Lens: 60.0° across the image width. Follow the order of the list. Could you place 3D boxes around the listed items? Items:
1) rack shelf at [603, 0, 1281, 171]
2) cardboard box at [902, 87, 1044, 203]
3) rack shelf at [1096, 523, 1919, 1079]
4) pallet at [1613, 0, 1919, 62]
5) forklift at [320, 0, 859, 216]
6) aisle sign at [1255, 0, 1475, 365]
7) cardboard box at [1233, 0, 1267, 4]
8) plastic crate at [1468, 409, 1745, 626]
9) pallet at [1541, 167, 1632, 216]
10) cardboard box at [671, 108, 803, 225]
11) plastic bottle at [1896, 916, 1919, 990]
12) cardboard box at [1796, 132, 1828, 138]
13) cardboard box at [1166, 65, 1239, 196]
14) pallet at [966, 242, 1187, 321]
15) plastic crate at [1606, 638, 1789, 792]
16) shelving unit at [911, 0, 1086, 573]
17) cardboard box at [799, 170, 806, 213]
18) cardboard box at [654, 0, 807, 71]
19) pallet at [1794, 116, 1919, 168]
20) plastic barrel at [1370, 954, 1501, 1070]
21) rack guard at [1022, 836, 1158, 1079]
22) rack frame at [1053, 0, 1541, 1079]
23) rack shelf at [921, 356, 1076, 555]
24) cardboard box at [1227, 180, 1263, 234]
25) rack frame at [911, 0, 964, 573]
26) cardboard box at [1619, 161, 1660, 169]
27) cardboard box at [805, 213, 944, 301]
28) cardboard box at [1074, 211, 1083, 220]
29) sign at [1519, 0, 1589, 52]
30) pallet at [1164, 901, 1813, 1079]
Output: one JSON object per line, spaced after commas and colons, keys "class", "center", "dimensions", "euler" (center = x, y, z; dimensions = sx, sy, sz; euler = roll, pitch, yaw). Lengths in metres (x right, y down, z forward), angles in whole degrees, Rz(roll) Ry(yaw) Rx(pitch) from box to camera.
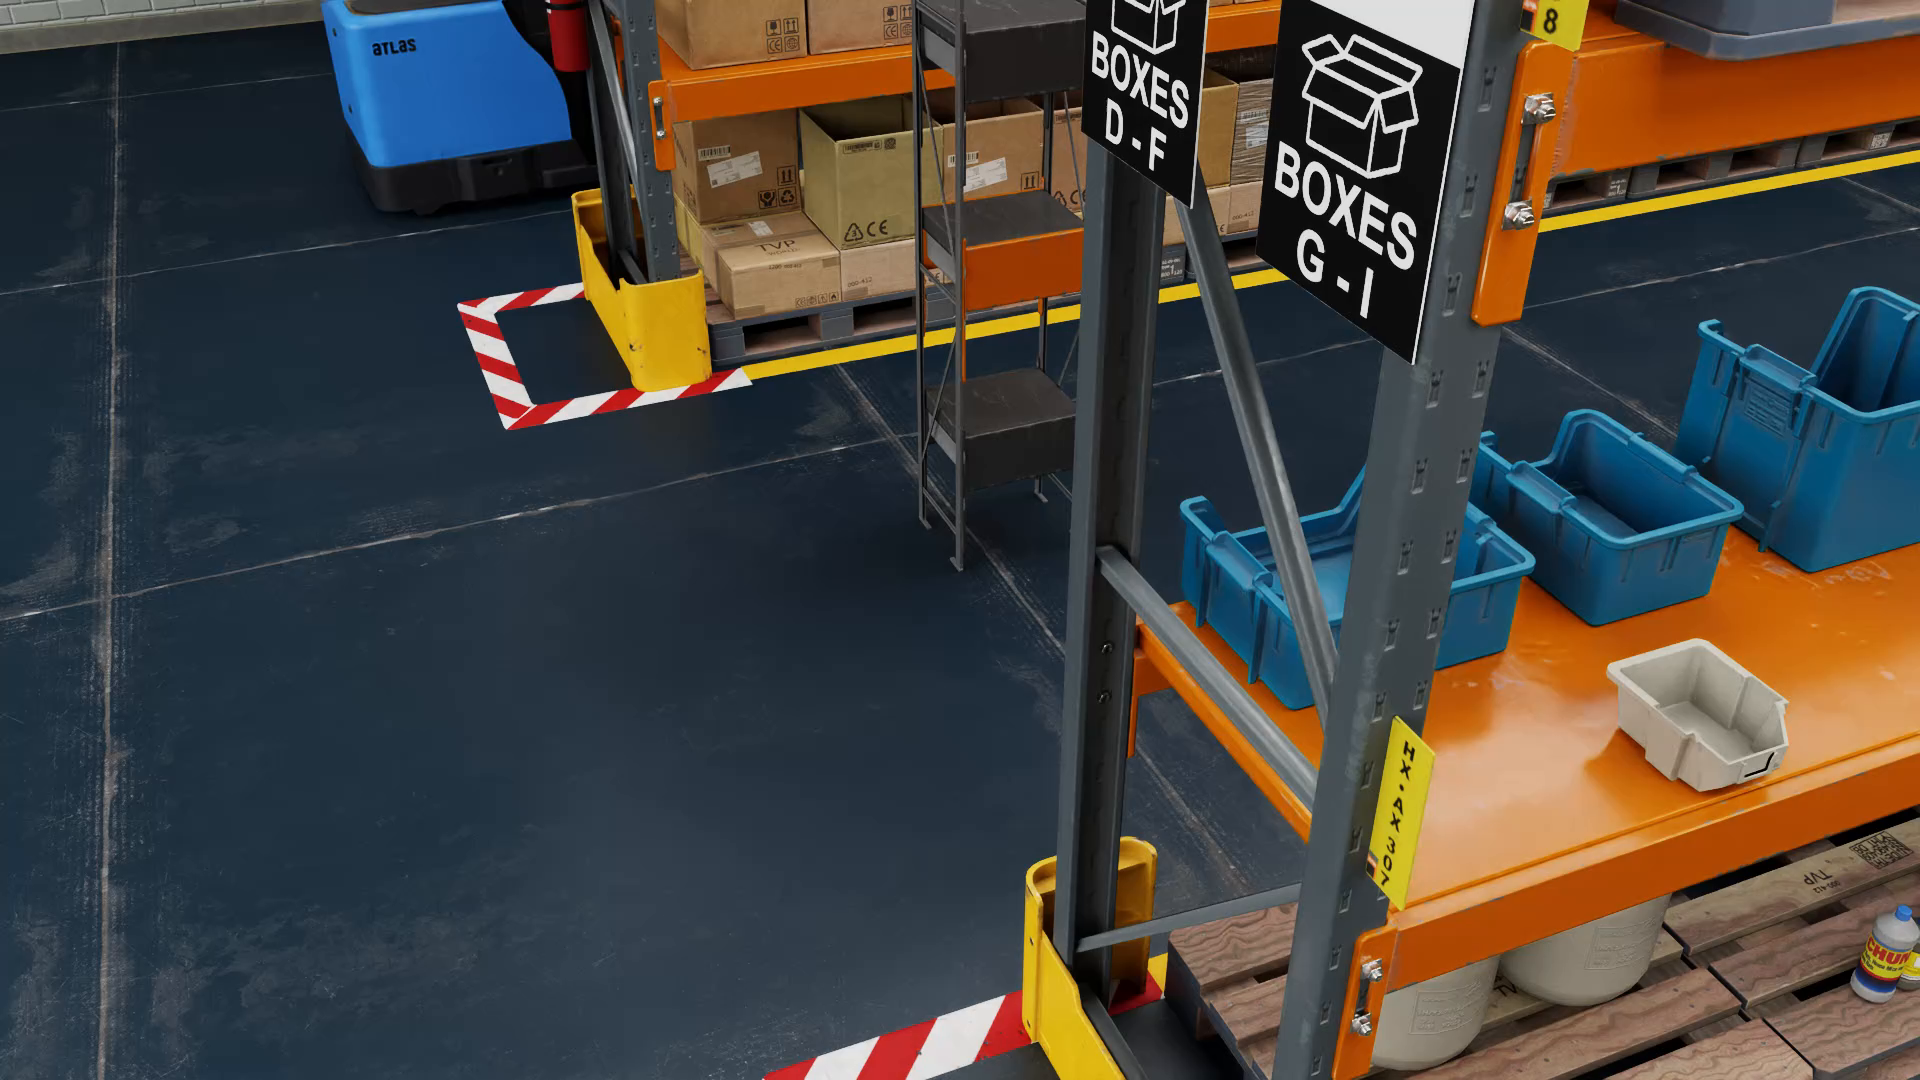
{"class": "rack shelf", "center": [0.404, -2.345, 7.764], "dimensions": [4.000, 0.370, 1.077], "euler": [-13, 35, -19]}
{"class": "cardboard box", "center": [0.057, -1.782, 7.687], "dimensions": [0.500, 0.500, 0.500], "euler": [-13, 35, -19]}
{"class": "rack shelf", "center": [2.318, 0.146, 3.934], "dimensions": [4.000, 0.370, 1.077], "euler": [-13, 35, -19]}
{"class": "pallet", "center": [1.275, -1.037, 2.516], "dimensions": [1.213, 0.211, 1.003], "euler": [-13, 35, -19]}
{"class": "forklift", "center": [-1.923, -3.500, 8.942], "dimensions": [3.031, 2.935, 1.130], "euler": [-15, 36, -22]}
{"class": "aisle sign", "center": [0.521, -0.660, 2.130], "dimensions": [0.004, 0.787, 0.394], "euler": [-13, 35, -19]}
{"class": "cardboard box", "center": [1.358, -2.900, 7.864], "dimensions": [0.500, 0.500, 0.700], "euler": [-13, 35, -19]}
{"class": "plastic crate", "center": [1.421, -0.061, 3.730], "dimensions": [0.408, 0.251, 0.499], "euler": [-13, 35, -19]}
{"class": "pallet", "center": [2.912, -2.075, 9.246], "dimensions": [1.213, 0.211, 1.003], "euler": [-13, 35, -19]}
{"class": "cardboard box", "center": [-1.061, -1.825, 7.753], "dimensions": [0.500, 0.500, 0.500], "euler": [-13, 35, -19]}
{"class": "plastic bottle", "center": [2.362, 1.008, 4.113], "dimensions": [0.097, 0.201, 0.097], "euler": [0, 33, 0]}
{"class": "cardboard box", "center": [4.607, -2.488, 9.460], "dimensions": [0.500, 0.250, 0.500], "euler": [-12, 35, -18]}
{"class": "cardboard box", "center": [0.980, -1.992, 8.010], "dimensions": [0.500, 0.500, 0.500], "euler": [-13, 35, -19]}
{"class": "pallet", "center": [0.372, -1.494, 8.352], "dimensions": [1.213, 0.211, 1.003], "euler": [-13, 35, -19]}
{"class": "plastic crate", "center": [1.424, 0.350, 3.203], "dimensions": [0.250, 0.136, 0.298], "euler": [-13, 35, -19]}
{"class": "shelving unit", "center": [0.153, -0.915, 5.731], "dimensions": [0.503, 2.100, 0.431], "euler": [-13, 35, -19]}
{"class": "cardboard box", "center": [-0.604, -1.621, 8.128], "dimensions": [0.500, 0.250, 0.500], "euler": [-13, 35, -19]}
{"class": "cardboard box", "center": [-1.005, -2.359, 7.033], "dimensions": [0.500, 0.500, 0.700], "euler": [-13, 35, -19]}
{"class": "pallet", "center": [5.162, -2.591, 10.038], "dimensions": [1.213, 0.211, 1.003], "euler": [-13, 35, -19]}
{"class": "plastic barrel", "center": [1.051, 0.956, 3.926], "dimensions": [0.421, 0.512, 0.421], "euler": [0, 33, 0]}
{"class": "rack guard", "center": [0.526, 1.275, 3.832], "dimensions": [0.348, 0.500, 1.175], "euler": [-13, 35, -19]}
{"class": "rack frame", "center": [0.474, 0.267, 3.089], "dimensions": [0.127, 3.000, 1.000], "euler": [-13, 35, -19]}
{"class": "rack shelf", "center": [0.153, -0.317, 6.120], "dimensions": [0.480, 0.518, 0.431], "euler": [-13, 35, -19]}
{"class": "cardboard box", "center": [1.440, -1.784, 8.378], "dimensions": [0.500, 0.250, 0.500], "euler": [-13, 35, -19]}
{"class": "rack frame", "center": [-0.072, -0.864, 5.652], "dimensions": [0.015, 2.100, 0.400], "euler": [-13, 35, -19]}
{"class": "cardboard box", "center": [3.664, -2.271, 9.126], "dimensions": [0.500, 0.250, 0.500], "euler": [-14, 36, -20]}
{"class": "cardboard box", "center": [-0.400, -1.357, 7.721], "dimensions": [0.500, 0.250, 0.500], "euler": [-13, 35, -19]}
{"class": "cardboard box", "center": [0.524, -1.565, 8.041], "dimensions": [0.500, 0.250, 0.500], "euler": [-13, 35, -19]}
{"class": "sign", "center": [0.683, -0.716, 1.842], "dimensions": [0.005, 0.325, 0.100], "euler": [-13, 35, -19]}
{"class": "pallet", "center": [1.277, 1.227, 4.170], "dimensions": [1.213, 0.211, 1.003], "euler": [-13, 35, -19]}
